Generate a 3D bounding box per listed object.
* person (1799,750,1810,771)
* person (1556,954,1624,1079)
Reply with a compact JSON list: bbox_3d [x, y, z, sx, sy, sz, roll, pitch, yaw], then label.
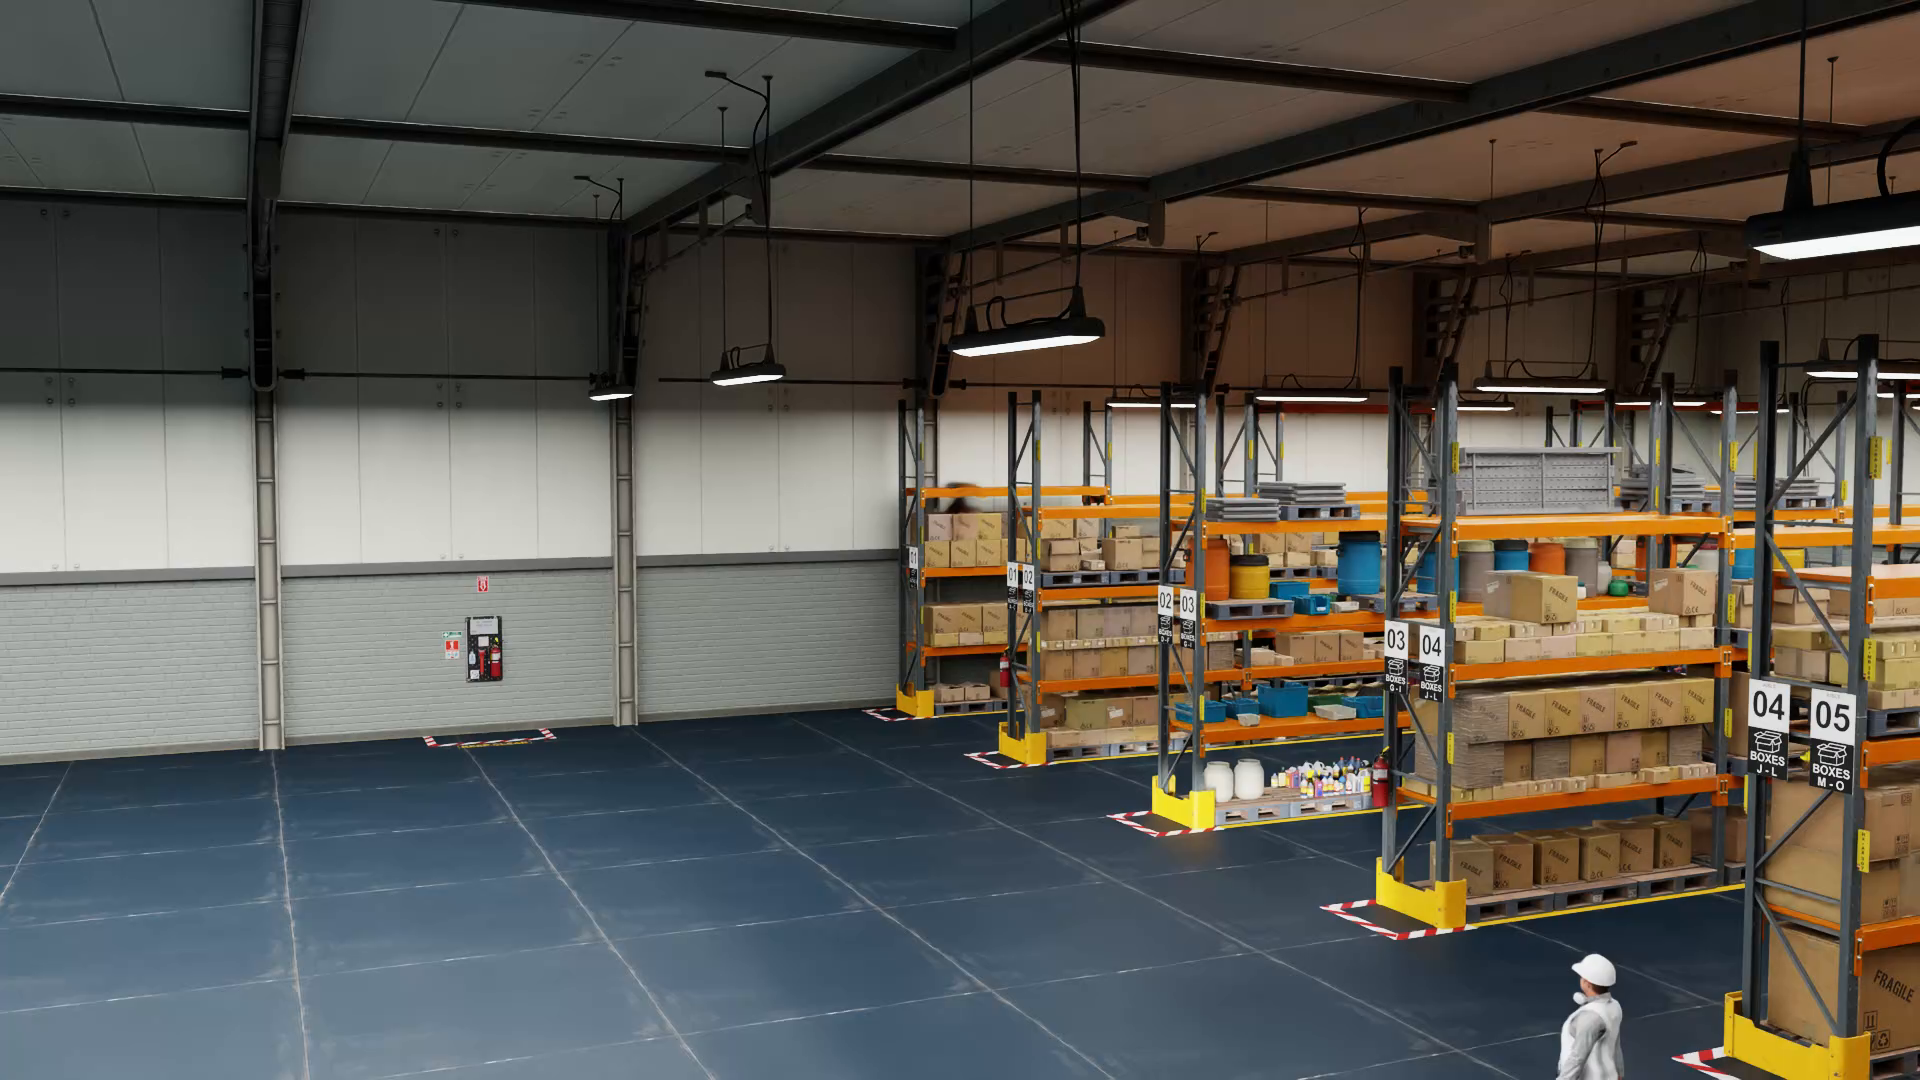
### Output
[{"bbox_3d":[9.634,3.221,18.647,0.992,1.744,0.489,-2,4,-25],"label":"person"},{"bbox_3d":[4.244,3.637,11.186,1.023,1.733,0.481,0,3,-1],"label":"person"}]
